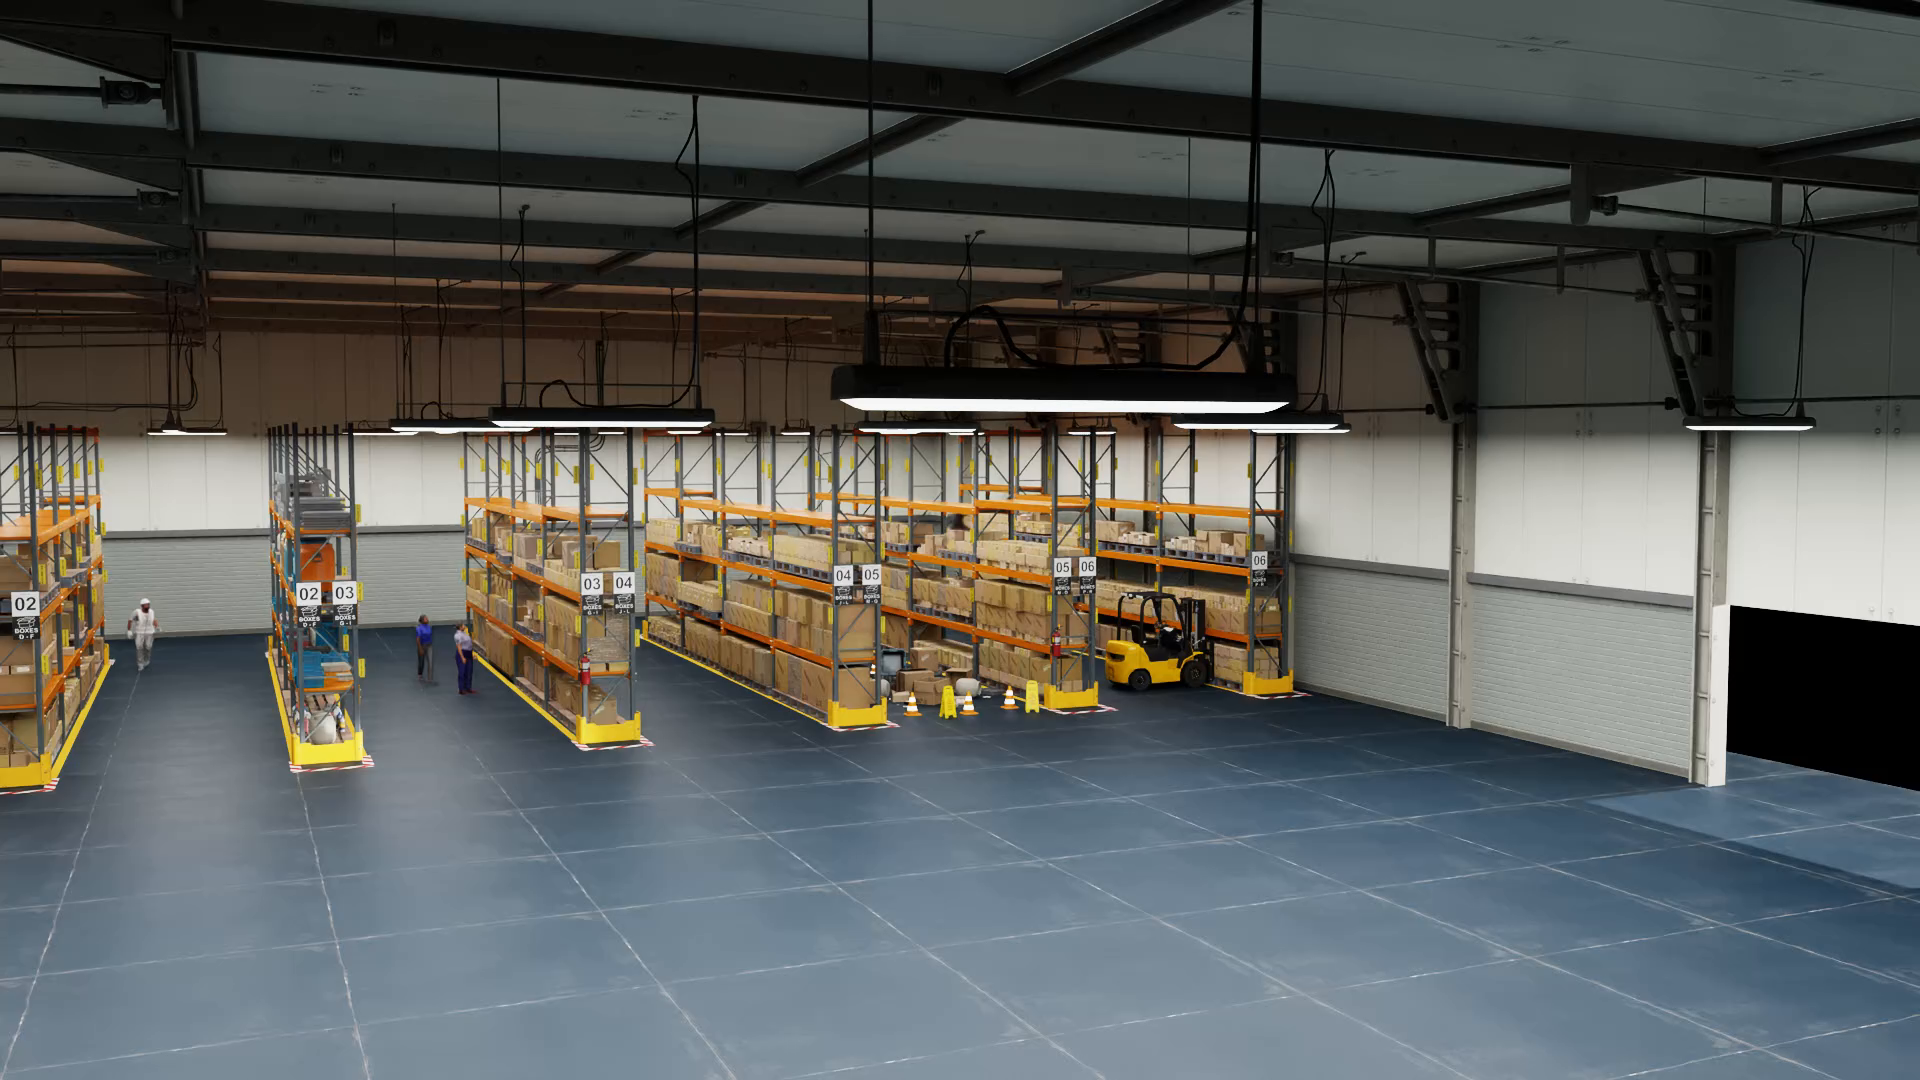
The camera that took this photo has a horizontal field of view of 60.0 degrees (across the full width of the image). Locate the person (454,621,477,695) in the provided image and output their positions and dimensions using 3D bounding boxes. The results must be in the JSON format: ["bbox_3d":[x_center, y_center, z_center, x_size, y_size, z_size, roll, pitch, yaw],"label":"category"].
[{"bbox_3d":[-11.102,2.652,37.372,0.442,1.663,0.536,1,4,17],"label":"person"}]

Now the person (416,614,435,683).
[{"bbox_3d":[-12.569,2.547,39.062,0.425,1.594,0.973,-2,4,-25],"label":"person"}]

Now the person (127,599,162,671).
[{"bbox_3d":[-20.313,2.357,41.428,0.771,1.807,0.878,-2,4,-25],"label":"person"}]
